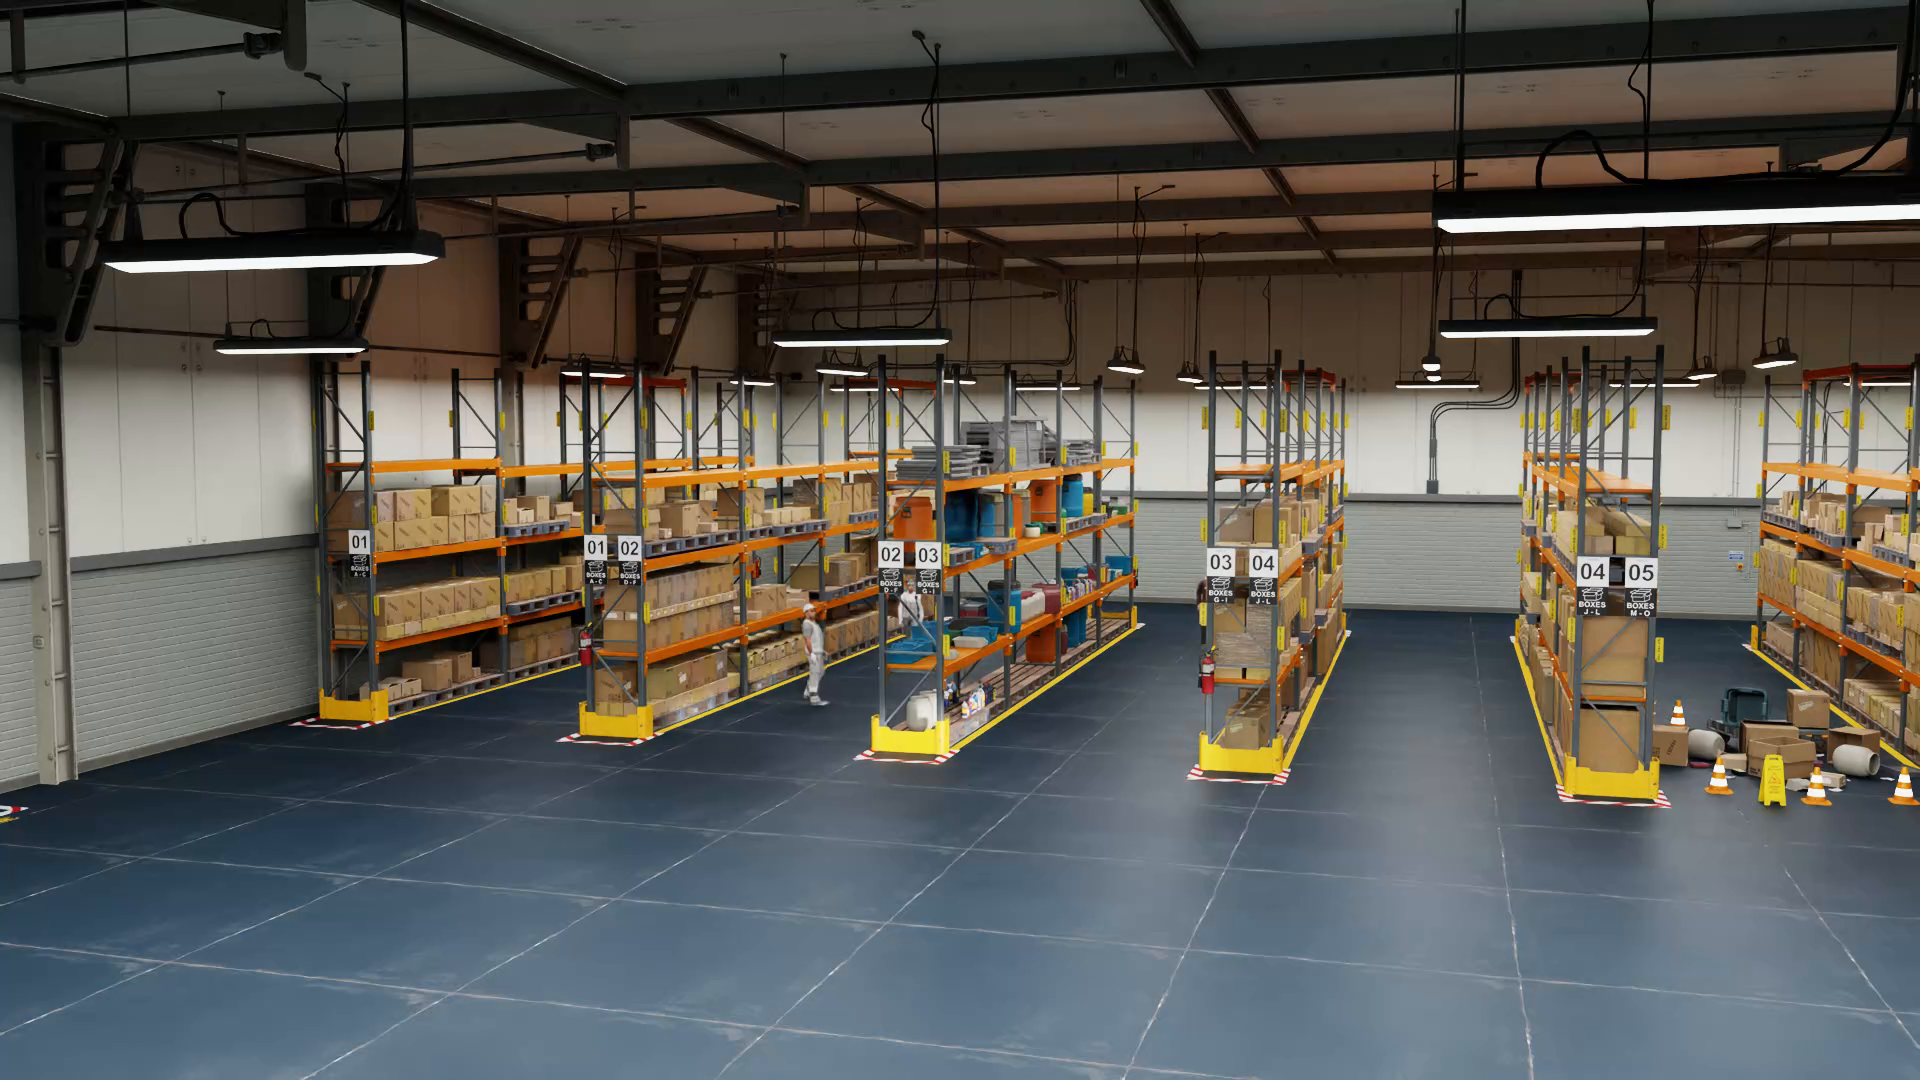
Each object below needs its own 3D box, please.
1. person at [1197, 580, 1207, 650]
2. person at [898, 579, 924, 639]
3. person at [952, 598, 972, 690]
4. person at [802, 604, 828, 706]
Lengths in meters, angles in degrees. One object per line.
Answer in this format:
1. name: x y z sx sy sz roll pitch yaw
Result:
1. person: 5.539 1.547 36.780 0.656 1.814 0.913 1 4 15
2. person: -1.055 1.647 35.304 0.526 1.645 0.918 1 4 8
3. person: 0.054 1.888 30.406 0.385 1.688 0.541 -1 4 -18
4. person: -2.537 2.008 29.127 0.469 1.786 0.592 0 4 -5
